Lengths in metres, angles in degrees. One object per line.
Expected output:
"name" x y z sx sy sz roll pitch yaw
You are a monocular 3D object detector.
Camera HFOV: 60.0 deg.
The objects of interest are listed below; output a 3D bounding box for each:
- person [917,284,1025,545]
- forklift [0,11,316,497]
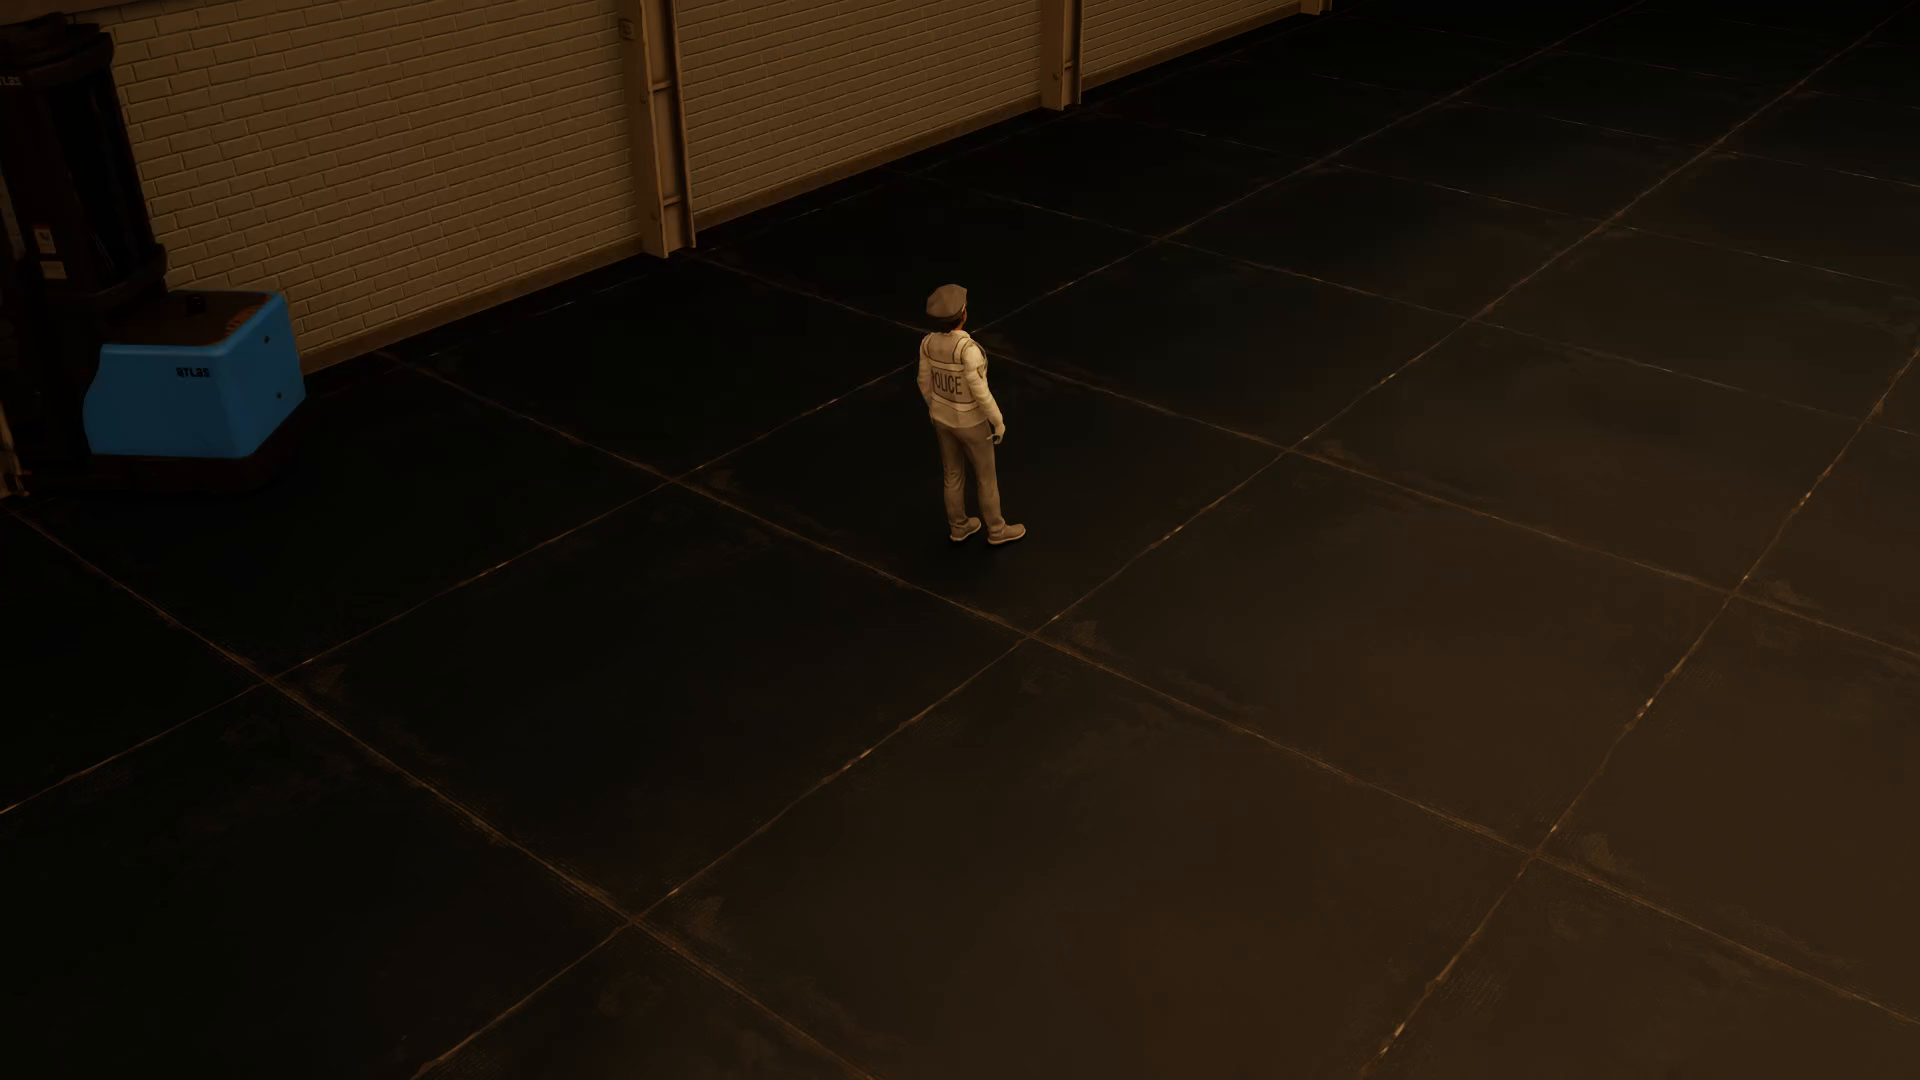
"person" 0.049 -0.763 10.112 0.586 1.694 0.530 22 37 33
"forklift" -6.081 -1.831 10.729 3.031 2.935 1.130 2 30 3
